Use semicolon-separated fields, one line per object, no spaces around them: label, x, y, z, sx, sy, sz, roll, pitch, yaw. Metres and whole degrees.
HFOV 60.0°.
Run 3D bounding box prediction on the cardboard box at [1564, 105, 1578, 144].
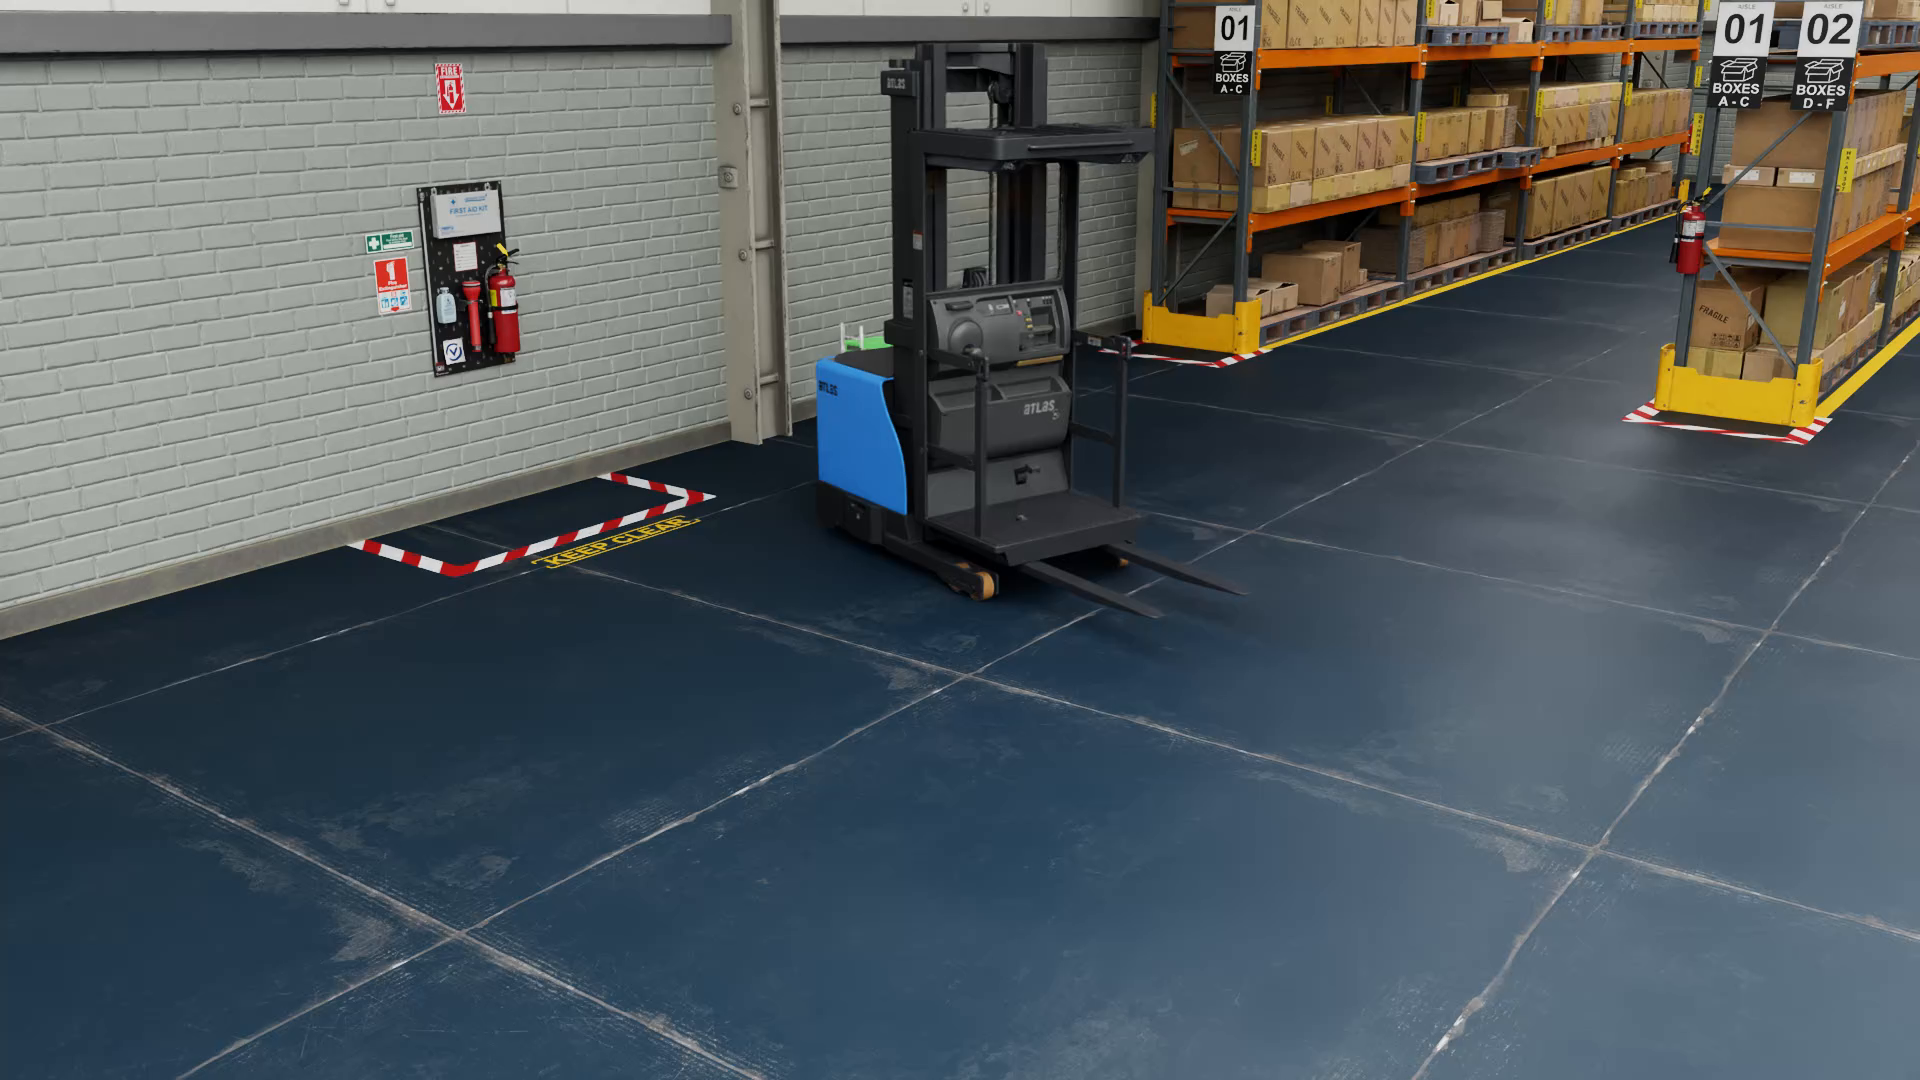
cardboard box;8.198;-5.751;23.003;0.500;0.500;0.500;12;21;34

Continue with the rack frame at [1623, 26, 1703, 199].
rack frame;11.853;-7.146;28.197;1.000;3.000;0.127;12;21;35

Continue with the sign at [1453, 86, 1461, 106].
sign;6.639;-5.891;22.203;0.100;0.325;0.005;12;21;35

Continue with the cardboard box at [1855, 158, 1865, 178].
cardboard box;7.473;-3.181;14.166;0.380;0.149;0.250;12;21;34

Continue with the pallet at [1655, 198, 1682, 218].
pallet;11.440;-5.610;27.953;1.003;0.211;1.213;12;21;35

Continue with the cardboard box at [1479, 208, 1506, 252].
cardboard box;6.700;-4.076;21.785;0.700;0.500;0.500;13;21;35

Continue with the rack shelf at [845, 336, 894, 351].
rack shelf;-0.492;-1.240;10.795;0.480;0.148;0.258;-13;19;-35

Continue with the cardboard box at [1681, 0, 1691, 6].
cardboard box;11.330;-8.773;26.492;0.500;0.500;0.500;13;22;36

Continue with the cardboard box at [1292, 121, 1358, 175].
cardboard box;3.759;-4.055;17.197;0.500;0.500;0.500;13;22;36

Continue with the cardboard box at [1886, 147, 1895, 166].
cardboard box;8.391;-3.547;15.345;0.380;0.149;0.250;12;21;33

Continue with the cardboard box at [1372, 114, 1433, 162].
cardboard box;5.034;-4.661;19.284;0.700;0.500;0.500;12;21;35

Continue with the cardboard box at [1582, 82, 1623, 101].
cardboard box;9.397;-6.594;24.452;0.500;0.250;0.500;13;22;36

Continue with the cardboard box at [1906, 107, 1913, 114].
cardboard box;12.630;-5.319;21.436;0.500;0.500;0.700;-16;23;-42

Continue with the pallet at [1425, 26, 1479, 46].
pallet;5.157;-5.759;18.989;1.213;0.211;1.003;12;21;35

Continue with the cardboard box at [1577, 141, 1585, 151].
cardboard box;8.704;-5.657;23.793;0.380;0.149;0.250;12;21;33

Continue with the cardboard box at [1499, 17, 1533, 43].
cardboard box;6.875;-6.421;20.921;0.500;0.311;0.500;12;21;35

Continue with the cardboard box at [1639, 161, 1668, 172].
cardboard box;11.435;-6.154;27.417;0.380;0.149;0.250;13;22;36

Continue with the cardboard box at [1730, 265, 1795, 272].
cardboard box;7.264;-2.246;15.082;0.500;0.500;0.500;12;21;35

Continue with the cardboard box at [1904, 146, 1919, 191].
cardboard box;9.767;-3.886;17.530;0.500;0.500;0.500;12;21;35

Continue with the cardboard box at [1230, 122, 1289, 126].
cardboard box;3.043;-4.023;17.095;0.500;0.500;0.500;12;21;33

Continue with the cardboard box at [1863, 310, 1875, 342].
cardboard box;8.277;-2.034;15.665;0.500;0.250;0.500;12;21;35

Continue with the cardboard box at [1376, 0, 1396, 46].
cardboard box;4.289;-5.495;17.622;0.500;0.500;0.500;10;20;30

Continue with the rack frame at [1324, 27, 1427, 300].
rack frame;4.703;-4.288;18.993;1.000;3.000;0.127;12;21;35

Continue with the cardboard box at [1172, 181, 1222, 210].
cardboard box;2.443;-3.419;16.413;0.500;0.250;0.500;13;21;35

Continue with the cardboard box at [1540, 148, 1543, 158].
cardboard box;7.626;-5.226;22.404;0.380;0.149;0.250;13;21;35

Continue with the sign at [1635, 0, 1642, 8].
sign;9.912;-7.929;24.259;0.100;0.325;0.005;12;21;35

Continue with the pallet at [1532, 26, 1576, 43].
pallet;7.428;-6.745;22.168;1.213;0.211;1.003;14;22;37

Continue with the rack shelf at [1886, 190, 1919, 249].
rack shelf;9.876;-3.546;17.818;1.077;0.370;4.000;12;21;35

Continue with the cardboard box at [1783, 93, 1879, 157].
cardboard box;7.528;-3.615;14.471;0.700;0.500;0.500;12;21;35

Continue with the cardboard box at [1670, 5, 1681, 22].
cardboard box;11.015;-8.285;26.183;0.500;0.250;0.500;12;21;33

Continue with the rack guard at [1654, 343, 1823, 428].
rack guard;6.286;-1.261;13.462;1.175;0.500;0.348;12;21;35

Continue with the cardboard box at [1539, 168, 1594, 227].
cardboard box;8.660;-4.977;24.130;0.750;0.750;0.750;13;22;36

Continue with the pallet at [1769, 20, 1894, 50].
pallet;6.743;-4.015;13.205;1.003;0.211;1.213;12;21;35

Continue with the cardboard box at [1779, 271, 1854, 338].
cardboard box;7.383;-2.035;14.404;0.500;0.500;0.500;12;21;35

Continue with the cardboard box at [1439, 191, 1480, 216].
cardboard box;6.310;-4.310;21.272;0.500;0.250;0.500;13;21;36

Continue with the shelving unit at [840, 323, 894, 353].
shelving unit;-0.484;-0.839;10.907;0.503;1.200;0.258;-13;19;-35

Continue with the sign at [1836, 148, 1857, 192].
sign;6.743;-2.812;12.649;0.100;0.325;0.005;12;21;35

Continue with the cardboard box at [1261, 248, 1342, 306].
cardboard box;3.622;-2.802;17.682;0.700;0.500;0.500;11;20;31

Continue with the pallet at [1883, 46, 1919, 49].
pallet;9.199;-4.967;16.445;0.805;0.209;1.217;11;21;33

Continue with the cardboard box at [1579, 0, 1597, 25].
cardboard box;8.578;-7.549;23.528;0.700;0.500;0.500;12;21;34

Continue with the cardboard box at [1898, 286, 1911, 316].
cardboard box;9.429;-2.474;17.082;0.500;0.250;0.500;13;22;36

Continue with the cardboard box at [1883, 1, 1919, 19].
cardboard box;8.185;-4.658;14.606;0.380;0.149;0.250;12;21;35

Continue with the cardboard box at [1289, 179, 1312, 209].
cardboard box;3.164;-3.459;16.545;0.500;0.250;0.500;12;21;33

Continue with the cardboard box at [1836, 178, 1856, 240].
cardboard box;7.199;-2.860;14.228;0.700;0.500;0.500;13;21;35

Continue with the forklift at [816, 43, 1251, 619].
forklift;0.359;-1.224;9.244;1.130;2.935;3.031;-12;21;-34

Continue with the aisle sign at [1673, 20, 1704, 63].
aisle sign;12.137;-8.351;27.696;0.394;0.787;0.004;12;21;35

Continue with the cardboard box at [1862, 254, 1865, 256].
cardboard box;9.299;-2.959;17.697;0.500;0.311;0.500;12;21;35

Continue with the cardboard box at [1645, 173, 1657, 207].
cardboard box;10.919;-5.729;27.142;0.700;0.500;0.500;12;21;33

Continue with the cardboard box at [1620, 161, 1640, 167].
cardboard box;10.980;-6.163;27.444;0.380;0.149;0.250;13;21;35

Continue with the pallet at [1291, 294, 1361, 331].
pallet;3.605;-2.498;17.932;1.003;0.211;1.213;12;21;35

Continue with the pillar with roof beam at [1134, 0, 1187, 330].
pillar with roof beam;5.500;-5.759;13.615;9.100;9.000;0.400;12;21;35

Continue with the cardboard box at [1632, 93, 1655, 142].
cardboard box;10.246;-6.636;26.048;0.980;0.700;0.700;12;21;33

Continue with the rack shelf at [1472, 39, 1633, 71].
rack shelf;8.278;-6.806;23.257;1.077;0.370;4.000;12;21;35

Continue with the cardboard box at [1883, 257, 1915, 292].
cardboard box;9.433;-2.741;16.996;0.500;0.311;0.500;12;21;34

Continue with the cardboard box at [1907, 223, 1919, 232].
cardboard box;11.436;-3.647;20.402;0.500;0.500;0.500;13;22;37
